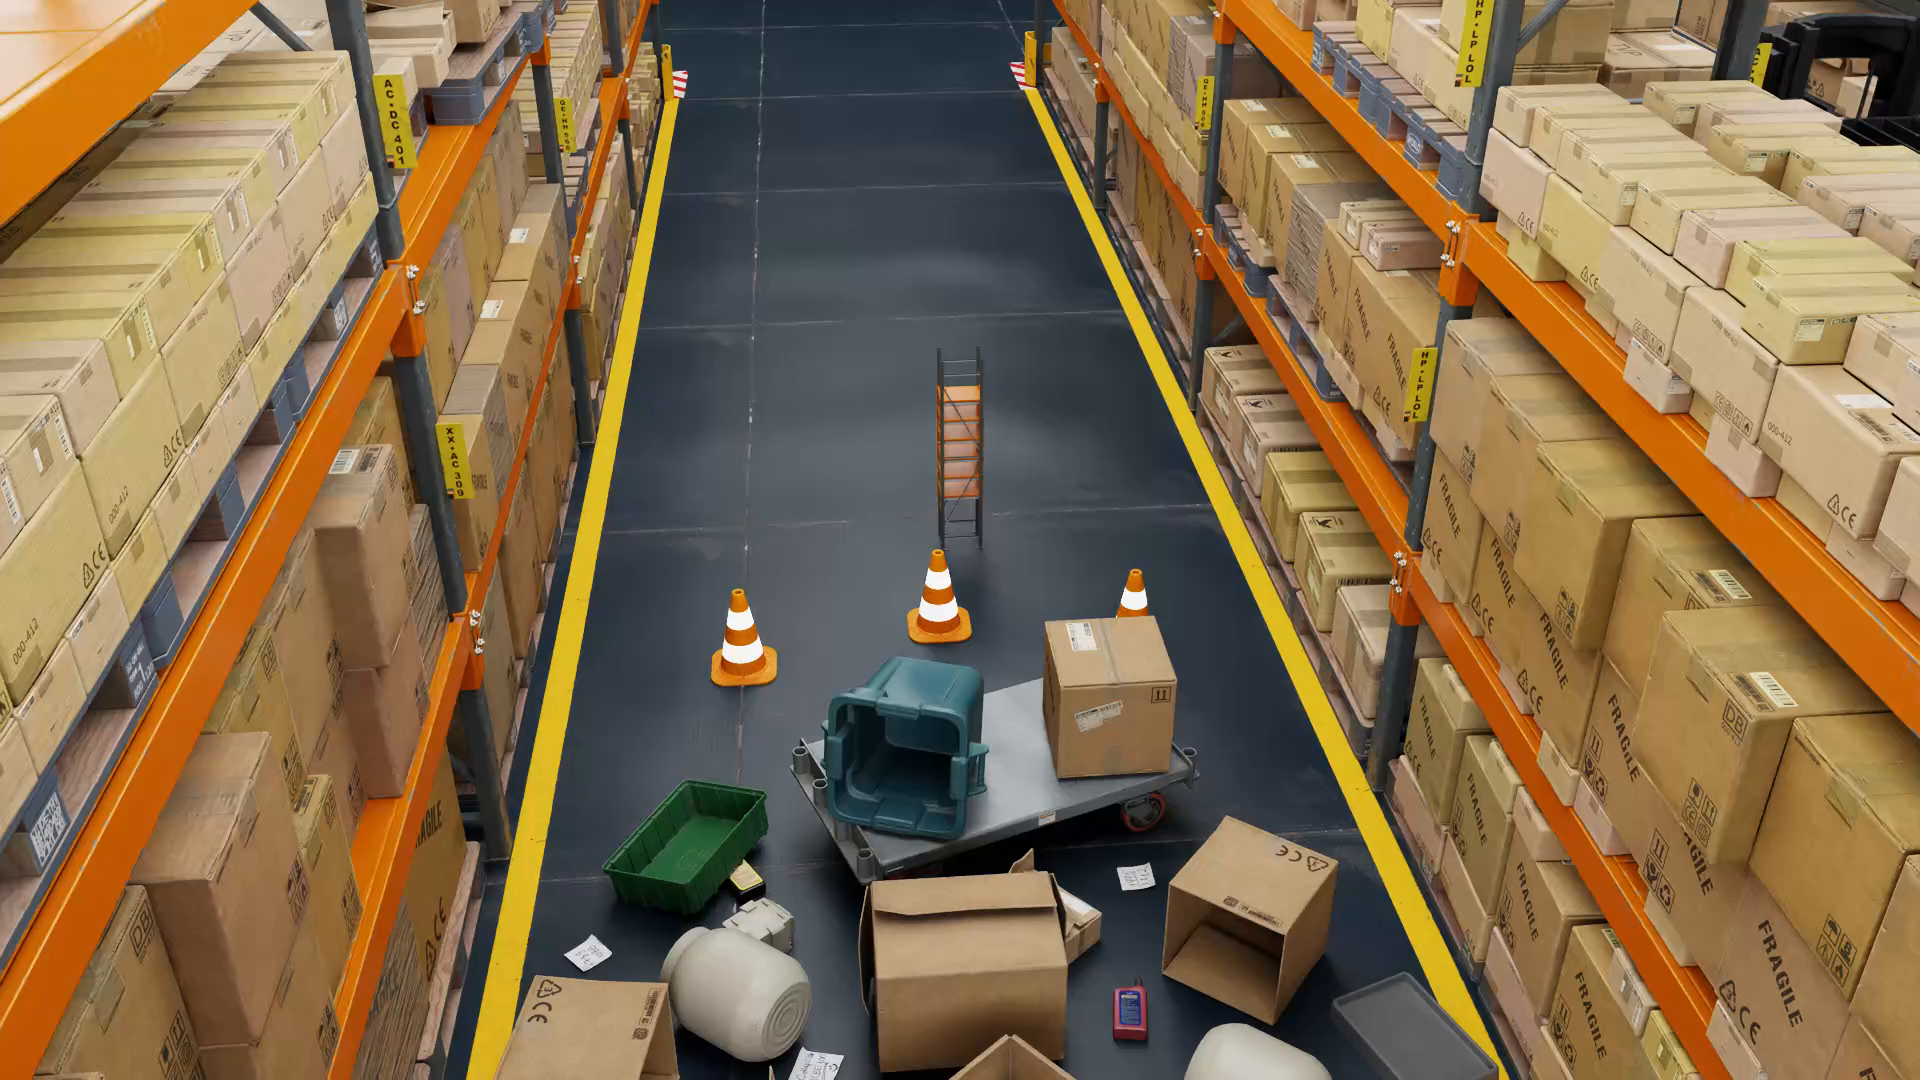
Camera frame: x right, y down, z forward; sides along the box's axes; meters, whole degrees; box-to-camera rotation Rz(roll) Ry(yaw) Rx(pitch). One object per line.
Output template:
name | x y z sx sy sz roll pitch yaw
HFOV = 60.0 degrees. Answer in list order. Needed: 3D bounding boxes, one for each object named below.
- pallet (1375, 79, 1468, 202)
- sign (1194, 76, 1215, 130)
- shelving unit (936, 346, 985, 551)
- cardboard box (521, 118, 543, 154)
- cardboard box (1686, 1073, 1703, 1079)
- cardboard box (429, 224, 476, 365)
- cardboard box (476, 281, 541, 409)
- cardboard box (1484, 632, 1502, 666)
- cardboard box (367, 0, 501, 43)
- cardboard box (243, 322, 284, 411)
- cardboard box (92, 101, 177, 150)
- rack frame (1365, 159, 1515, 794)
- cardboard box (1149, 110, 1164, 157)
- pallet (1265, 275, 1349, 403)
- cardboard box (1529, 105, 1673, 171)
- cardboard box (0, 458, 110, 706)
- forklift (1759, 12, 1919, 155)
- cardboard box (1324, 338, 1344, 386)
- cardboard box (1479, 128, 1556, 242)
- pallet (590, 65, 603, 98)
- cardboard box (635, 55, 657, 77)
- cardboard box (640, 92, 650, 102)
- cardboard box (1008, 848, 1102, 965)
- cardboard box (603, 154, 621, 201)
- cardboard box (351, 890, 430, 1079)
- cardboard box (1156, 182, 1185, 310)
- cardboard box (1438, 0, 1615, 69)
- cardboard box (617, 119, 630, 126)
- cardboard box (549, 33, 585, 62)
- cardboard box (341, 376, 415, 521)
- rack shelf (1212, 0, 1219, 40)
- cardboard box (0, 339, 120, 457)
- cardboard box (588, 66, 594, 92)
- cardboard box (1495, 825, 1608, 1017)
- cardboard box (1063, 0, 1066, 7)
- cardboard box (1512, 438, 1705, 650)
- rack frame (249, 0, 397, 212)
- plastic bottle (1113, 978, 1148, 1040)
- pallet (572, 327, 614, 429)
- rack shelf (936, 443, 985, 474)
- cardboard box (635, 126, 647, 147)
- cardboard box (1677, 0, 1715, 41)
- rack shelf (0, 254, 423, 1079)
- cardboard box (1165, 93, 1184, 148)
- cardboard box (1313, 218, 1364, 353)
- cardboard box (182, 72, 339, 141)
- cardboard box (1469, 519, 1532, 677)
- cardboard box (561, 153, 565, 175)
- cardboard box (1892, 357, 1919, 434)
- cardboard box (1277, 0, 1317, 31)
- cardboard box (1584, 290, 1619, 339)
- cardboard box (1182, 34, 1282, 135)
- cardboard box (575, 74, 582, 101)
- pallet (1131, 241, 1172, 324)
pallet | 2.468 -1.686 6.906 1.213 0.211 1.003 -3 31 -5
sign | 1.494 -2.670 10.166 0.100 0.325 0.005 -3 31 -5
shelving unit | 0.001 -0.508 9.430 0.258 1.200 0.189 -3 31 -5
cardboard box | -2.723 -2.487 10.245 0.380 0.149 0.250 -3 31 -5
cardboard box | 2.358 1.703 4.883 0.380 0.149 0.250 -2 31 -3
cardboard box | -2.648 -1.116 7.621 0.700 0.500 0.500 -3 31 -4
cardboard box | -2.419 -0.966 8.346 0.500 0.500 0.500 -2 31 -4
cardboard box | 2.261 0.386 6.424 0.380 0.149 0.250 -3 31 -5
cardboard box | -2.431 -2.592 7.635 0.500 0.500 0.500 -3 31 -5
cardboard box | -2.026 -0.452 4.395 0.380 0.149 0.250 -3 31 -5
cardboard box | -2.732 -1.181 5.227 0.500 0.250 0.500 -3 31 -4
rack frame | 2.420 -0.159 7.091 1.000 3.000 0.127 -3 31 -5
cardboard box | 1.646 -2.900 11.827 0.500 0.250 0.500 -3 31 -5
pallet | 2.272 -1.110 8.870 1.003 0.211 1.213 -3 31 -5
cardboard box | 2.178 -1.373 5.666 0.380 0.149 0.250 -2 31 -3
cardboard box | -1.963 0.080 3.115 0.500 0.250 0.500 -3 31 -5
forklift | 4.625 -1.136 8.795 1.130 2.935 3.031 -3 31 -4
cardboard box | 2.003 -0.876 8.127 0.380 0.149 0.250 -3 31 -4
cardboard box | 2.189 -1.272 5.886 0.500 0.250 0.500 -3 31 -6
pallet | -3.320 -3.475 12.830 1.003 0.211 1.213 -3 31 -5
cardboard box | -3.201 -4.693 16.472 0.380 0.149 0.250 -3 31 -6
cardboard box | -3.170 -4.164 15.877 0.380 0.149 0.250 -1 31 -2
cardboard box | 0.359 1.534 6.923 0.396 0.266 0.258 27 40 37
cardboard box | -2.890 -2.752 12.730 0.500 0.250 0.500 -1 31 -2
cardboard box | -2.422 1.647 5.731 0.875 0.875 0.875 -3 31 -4
cardboard box | 1.985 -2.281 12.307 0.875 0.875 0.875 -2 31 -4
cardboard box | 2.239 -2.067 6.609 0.500 0.250 0.500 -2 31 -3
cardboard box | -3.112 -3.622 14.680 0.380 0.149 0.250 -3 31 -5
cardboard box | -2.922 -3.558 12.037 0.380 0.149 0.250 -4 31 -6
cardboard box | -2.499 -0.208 5.974 0.875 0.550 0.550 -3 31 -5
rack shelf | 1.859 -4.201 11.635 1.077 0.370 4.000 -3 31 -5
cardboard box | -1.934 -0.278 3.326 0.380 0.149 0.250 -3 31 -5
cardboard box | -2.943 -3.445 12.429 0.380 0.149 0.250 -4 31 -7
cardboard box | 2.315 1.371 6.070 0.500 0.500 0.500 -1 31 -2
cardboard box | 1.226 -5.297 15.596 0.500 0.500 0.500 -2 31 -3
cardboard box | 2.291 -0.004 5.469 0.700 0.500 0.500 -3 31 -6
rack frame | -2.499 -2.445 5.069 1.000 3.000 0.127 -3 31 -5
plastic bottle | 0.673 1.852 6.591 0.133 0.061 0.283 2 31 4
pallet | -2.944 -1.114 11.409 1.003 0.211 1.213 -3 31 -5
rack shelf | 0.001 -0.470 9.453 0.258 0.103 0.180 -3 31 -5
cardboard box | -3.122 -3.772 15.512 0.380 0.149 0.250 -4 31 -6
cardboard box | 6.437 -4.448 13.765 0.700 0.500 0.500 -2 31 -3
rack shelf | -2.312 0.172 4.313 1.077 0.370 4.000 -3 31 -5
cardboard box | 1.697 -2.848 11.252 0.500 0.250 0.500 -4 31 -6
cardboard box | 2.059 -1.251 8.123 0.500 0.500 0.500 -2 31 -3
cardboard box | -2.124 -1.315 5.062 0.380 0.149 0.250 -3 31 -5
cardboard box | 2.254 0.164 6.163 0.500 0.500 0.500 -3 31 -5
cardboard box | -2.738 -2.360 10.611 0.380 0.149 0.250 -1 31 -2
cardboard box | 2.452 -0.317 3.899 0.380 0.149 0.250 -3 31 -5
cardboard box | 2.125 -3.047 8.904 0.700 0.500 0.500 -3 31 -5
cardboard box | 2.291 -0.780 5.451 0.380 0.149 0.250 -2 31 -3
cardboard box | 1.738 -2.924 10.649 0.500 0.500 0.500 -4 31 -6
cardboard box | -2.869 -3.164 11.667 0.380 0.149 0.250 -2 31 -3
pallet | 1.937 -2.031 12.945 1.003 0.211 1.213 -3 31 -5
